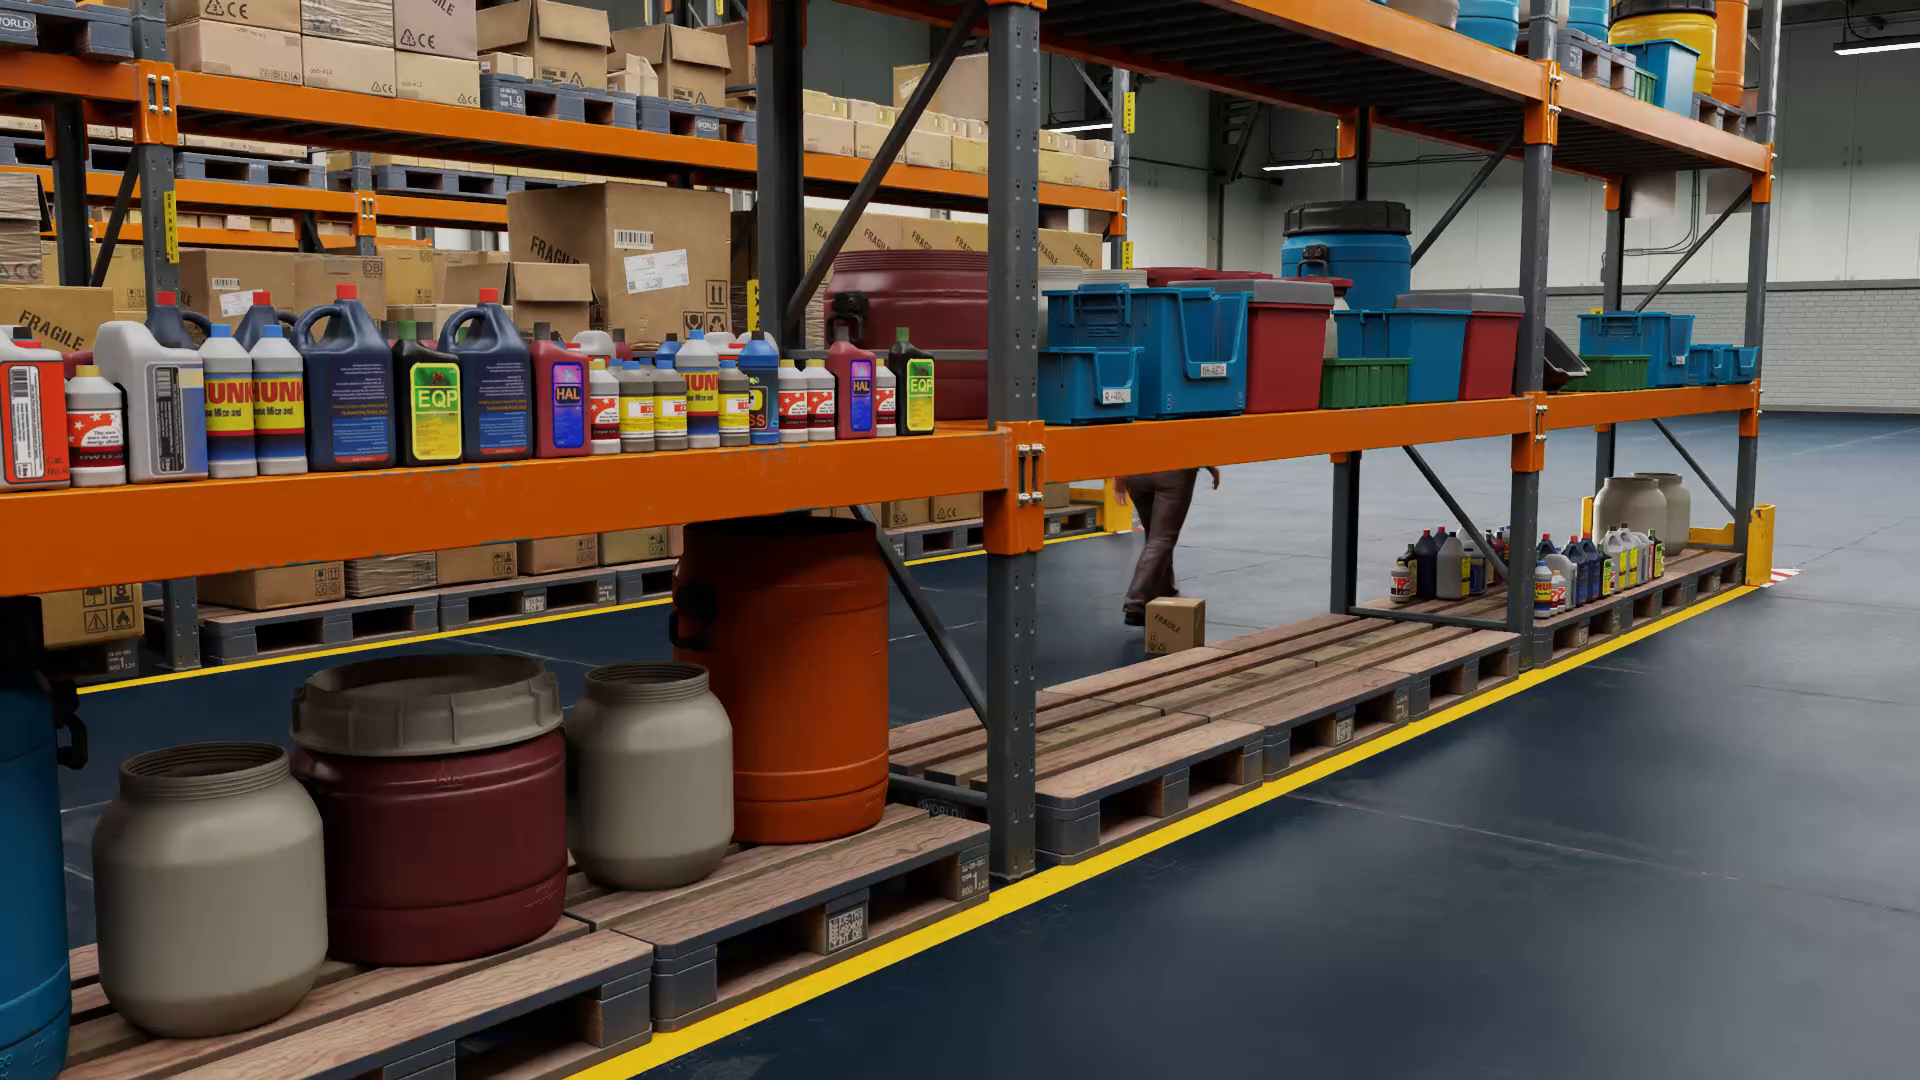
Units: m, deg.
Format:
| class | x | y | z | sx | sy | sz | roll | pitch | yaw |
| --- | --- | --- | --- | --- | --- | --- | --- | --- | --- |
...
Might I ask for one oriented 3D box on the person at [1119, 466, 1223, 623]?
| class | x | y | z | sx | sy | sz | roll | pitch | yaw |
| --- | --- | --- | --- | --- | --- | --- | --- | --- | --- |
| person | 1.145 | -0.371 | 9.075 | 0.541 | 1.675 | 1.003 | 4 | 8 | 33 |
